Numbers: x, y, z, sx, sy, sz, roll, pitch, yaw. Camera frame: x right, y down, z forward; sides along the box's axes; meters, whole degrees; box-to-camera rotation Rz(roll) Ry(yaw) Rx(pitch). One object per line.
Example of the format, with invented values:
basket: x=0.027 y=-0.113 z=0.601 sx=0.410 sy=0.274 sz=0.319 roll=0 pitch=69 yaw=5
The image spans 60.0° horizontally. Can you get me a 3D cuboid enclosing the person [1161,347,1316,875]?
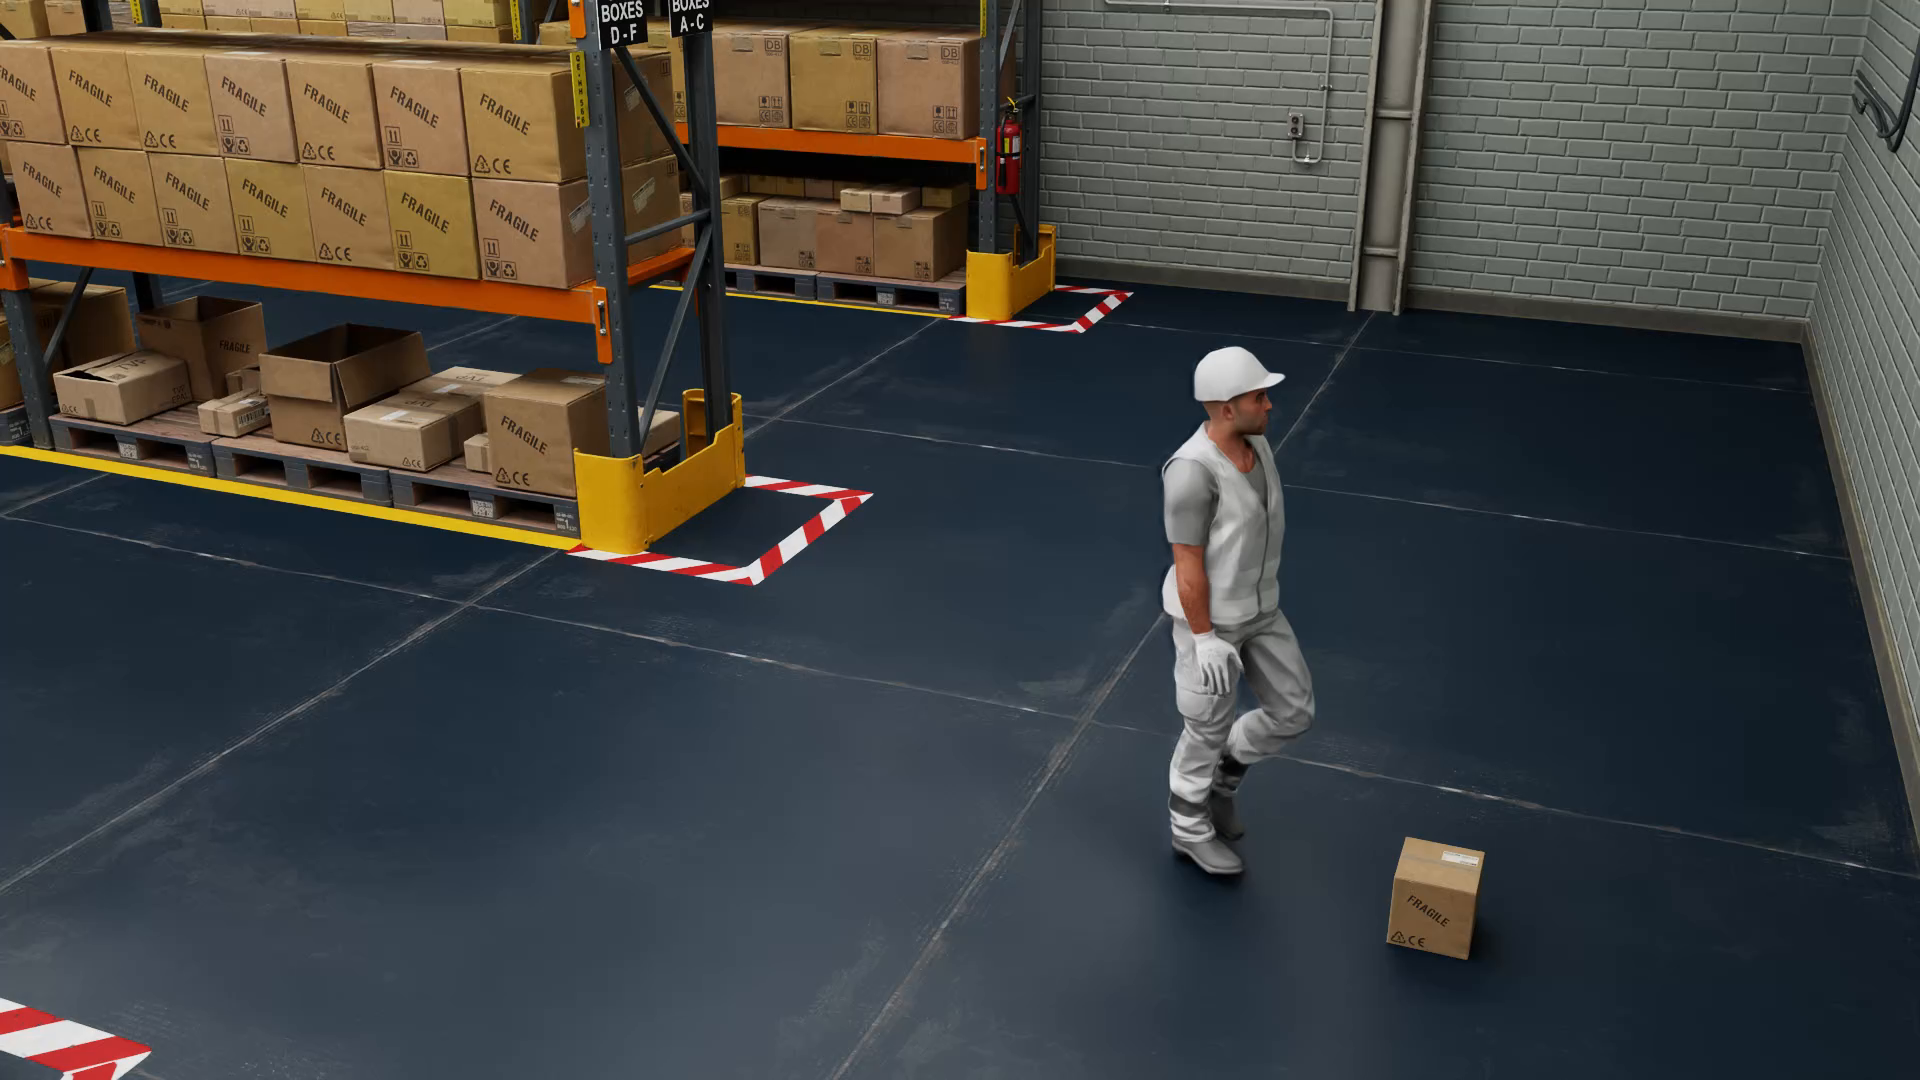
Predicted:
person: x=0.891 y=0.257 z=5.370 sx=0.546 sy=1.786 sz=0.449 roll=-20 pitch=29 yaw=-40
